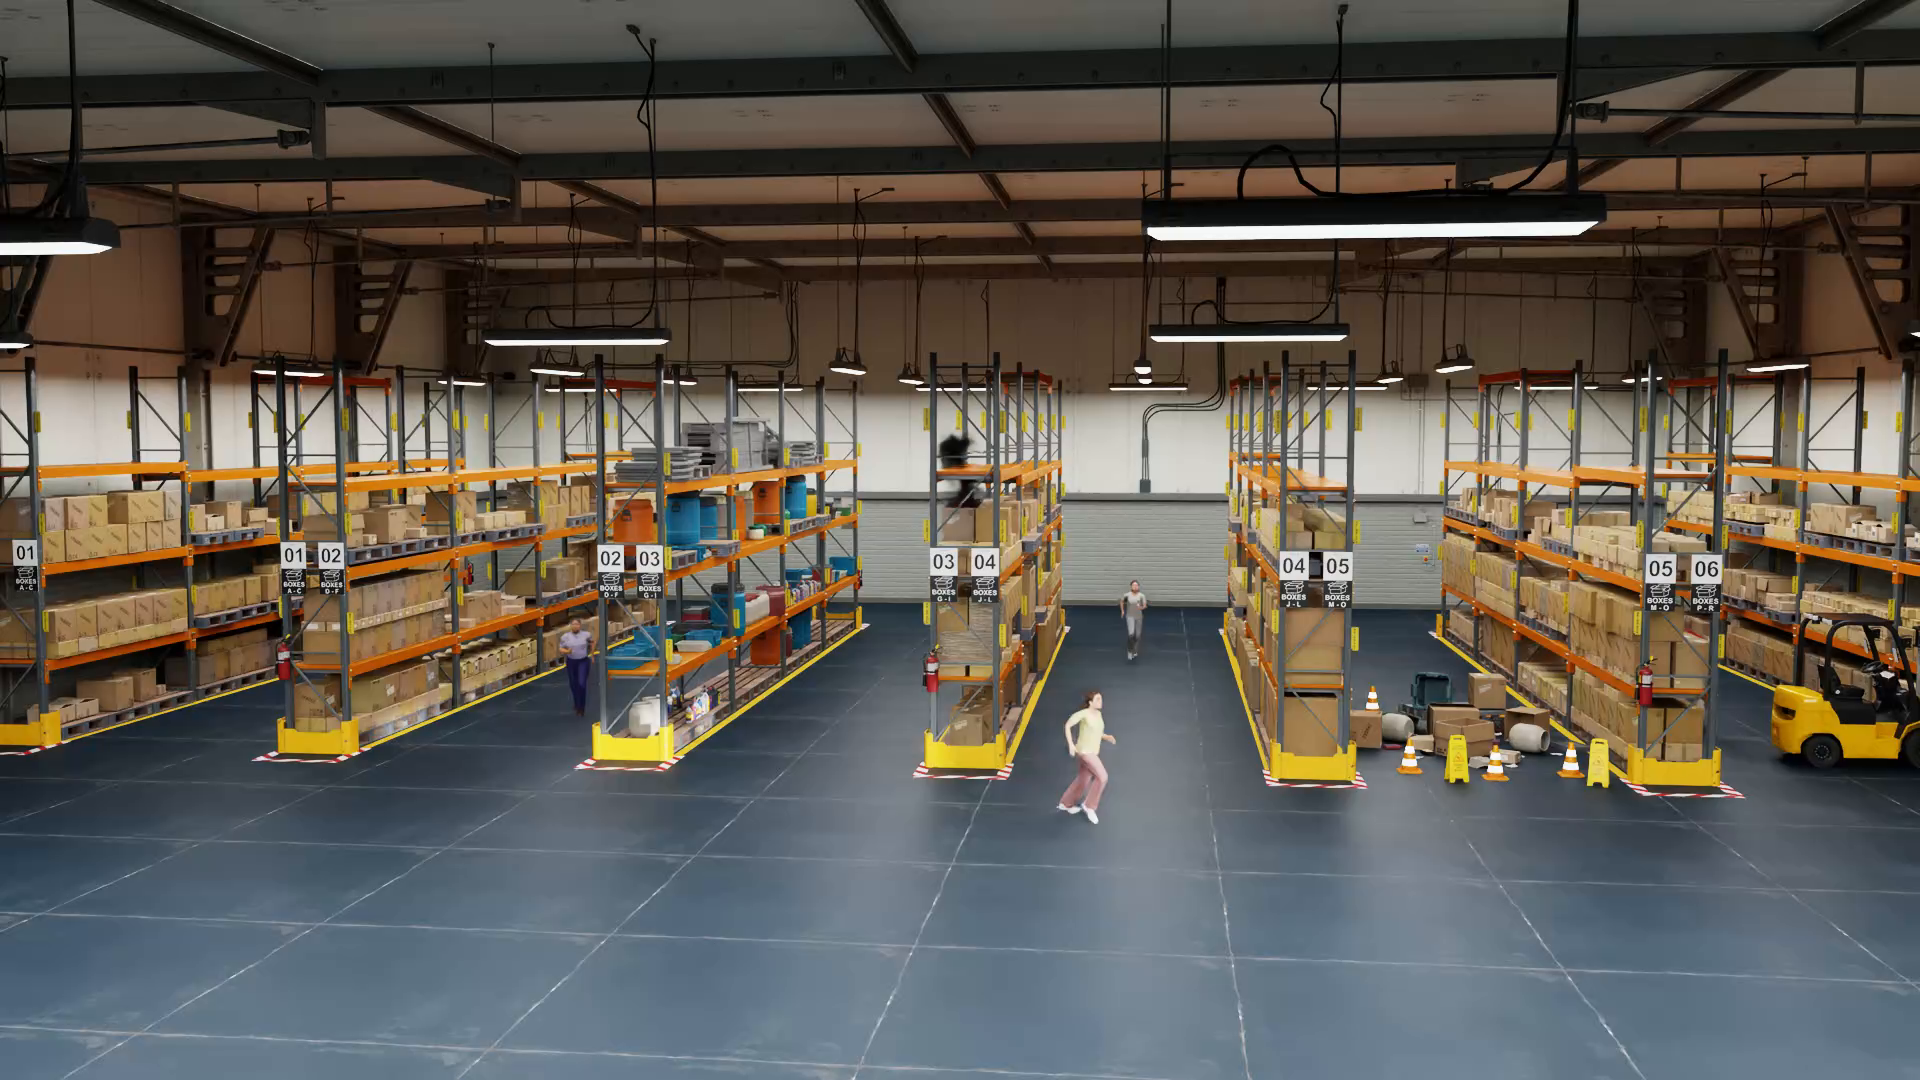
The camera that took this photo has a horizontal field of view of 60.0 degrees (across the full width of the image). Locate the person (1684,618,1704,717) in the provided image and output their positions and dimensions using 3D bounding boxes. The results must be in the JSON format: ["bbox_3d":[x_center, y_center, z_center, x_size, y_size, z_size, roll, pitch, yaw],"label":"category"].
[{"bbox_3d":[12.219,2.187,27.907,0.666,1.729,0.992,0,4,2],"label":"person"}]

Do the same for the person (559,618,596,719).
[{"bbox_3d":[-6.545,2.171,28.430,0.558,1.707,0.842,0,4,-1],"label":"person"}]

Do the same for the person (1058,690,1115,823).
[{"bbox_3d":[1.584,2.706,20.942,0.794,1.671,0.518,3,5,32],"label":"person"}]

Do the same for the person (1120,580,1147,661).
[{"bbox_3d":[3.667,1.689,35.064,0.536,1.688,0.703,0,4,-3],"label":"person"}]
